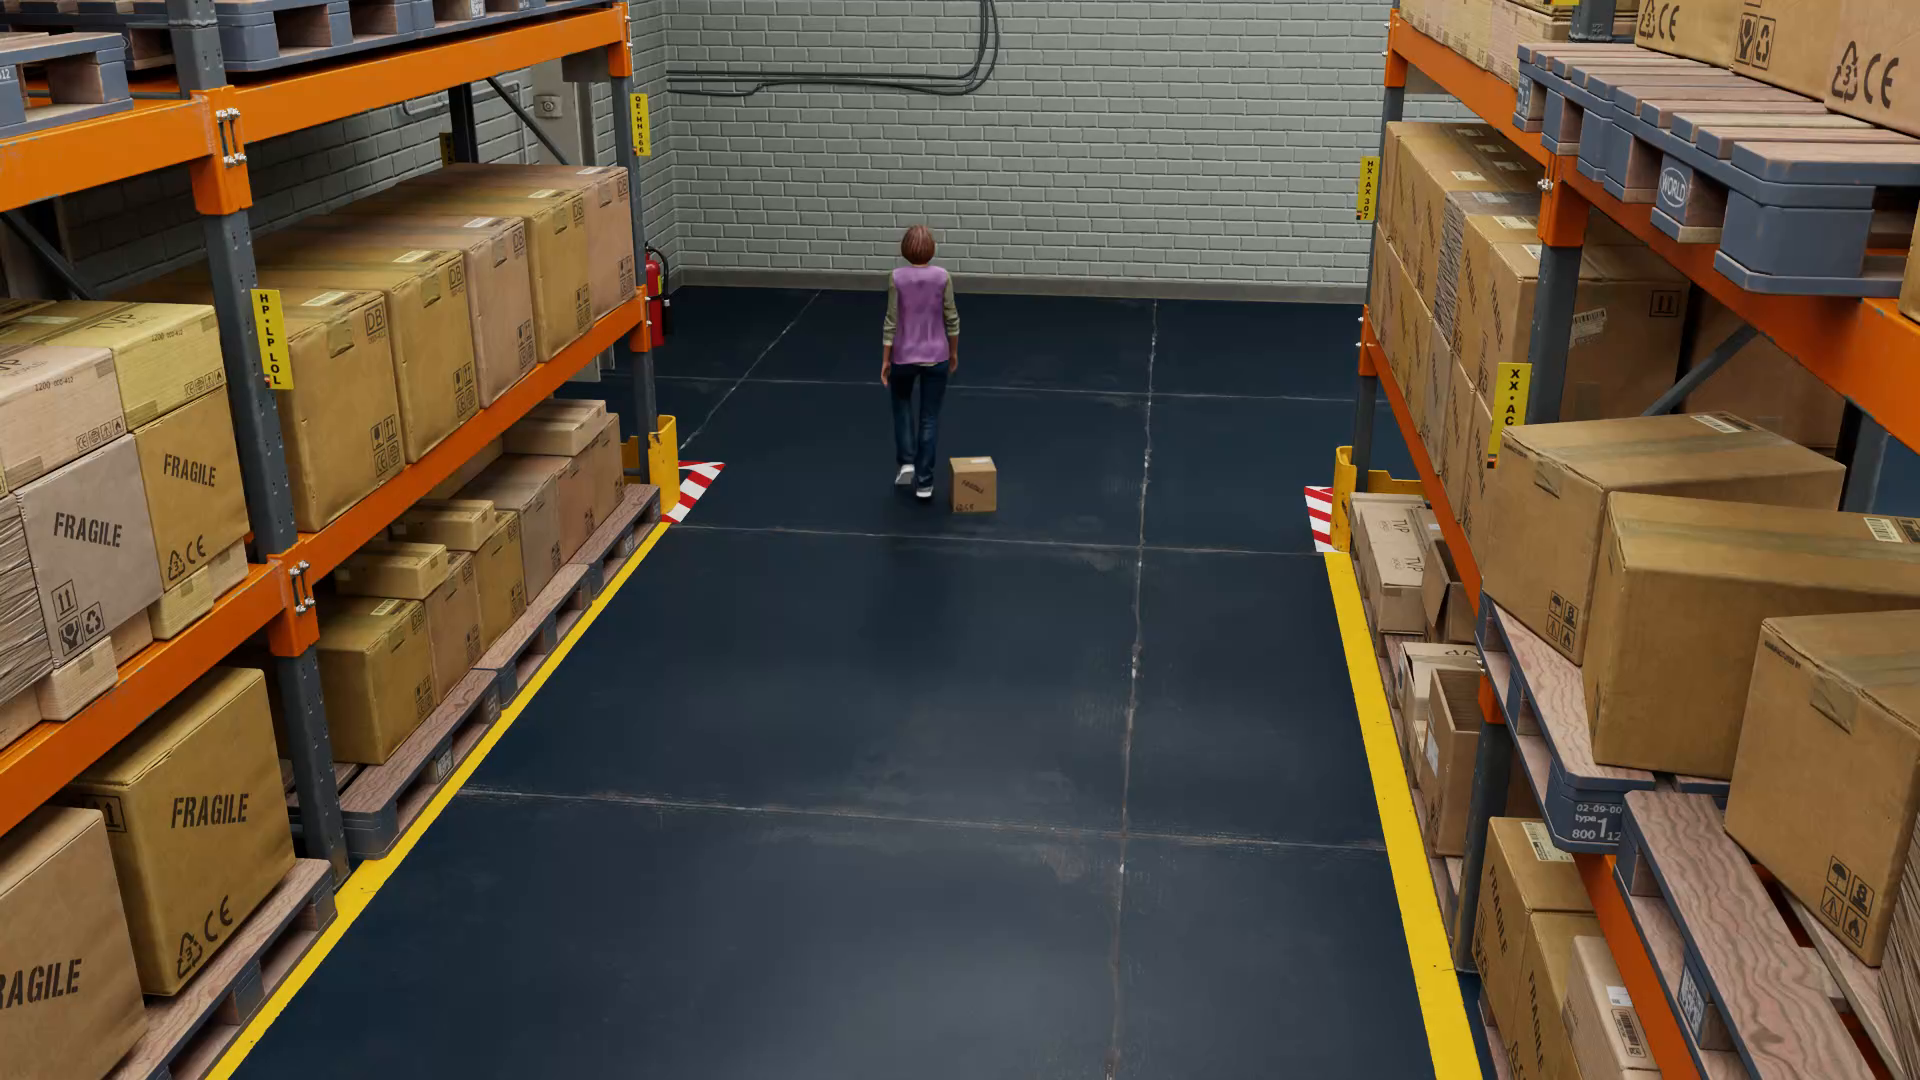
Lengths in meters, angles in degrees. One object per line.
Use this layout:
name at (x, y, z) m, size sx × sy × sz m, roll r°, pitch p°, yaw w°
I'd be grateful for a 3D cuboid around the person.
person at (-0.230, -1.024, 9.694) m, size 0.456 × 1.639 × 0.495 m, roll 0°, pitch 21°, yaw 0°
